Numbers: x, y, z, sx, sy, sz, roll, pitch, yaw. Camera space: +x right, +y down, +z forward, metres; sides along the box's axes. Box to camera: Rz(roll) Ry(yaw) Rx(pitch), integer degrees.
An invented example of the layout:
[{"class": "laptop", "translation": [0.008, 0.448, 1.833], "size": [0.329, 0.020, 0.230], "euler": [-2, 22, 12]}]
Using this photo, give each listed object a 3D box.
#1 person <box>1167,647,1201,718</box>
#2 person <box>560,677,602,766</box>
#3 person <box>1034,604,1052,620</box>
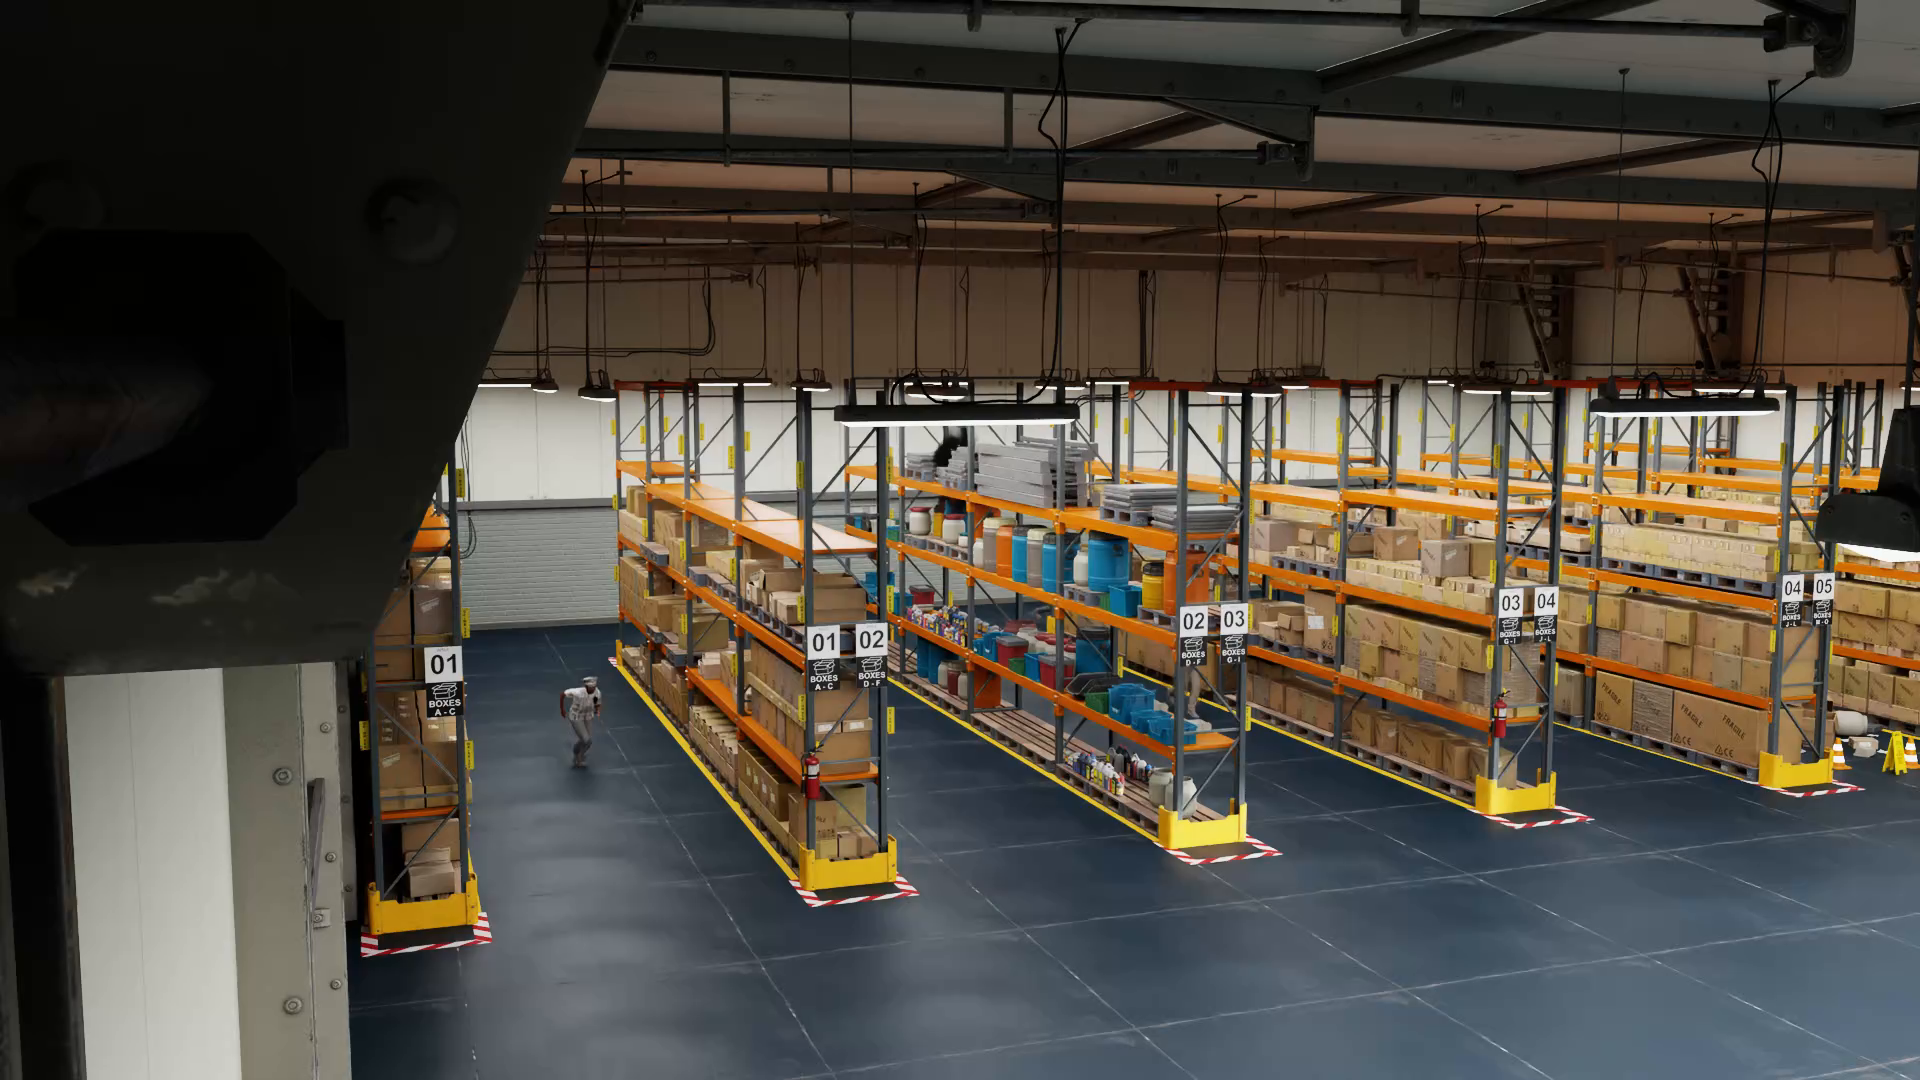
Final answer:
[{"class": "person", "translation": [4.092, 2.332, 30.112], "size": [0.673, 1.735, 0.814], "euler": [-3, 7, -27]}, {"class": "person", "translation": [-5.920, 2.846, 25.999], "size": [0.601, 1.491, 0.853], "euler": [-5, 8, -39]}, {"class": "person", "translation": [2.220, 1.319, 40.240], "size": [0.888, 1.614, 0.582], "euler": [3, 7, 25]}]
